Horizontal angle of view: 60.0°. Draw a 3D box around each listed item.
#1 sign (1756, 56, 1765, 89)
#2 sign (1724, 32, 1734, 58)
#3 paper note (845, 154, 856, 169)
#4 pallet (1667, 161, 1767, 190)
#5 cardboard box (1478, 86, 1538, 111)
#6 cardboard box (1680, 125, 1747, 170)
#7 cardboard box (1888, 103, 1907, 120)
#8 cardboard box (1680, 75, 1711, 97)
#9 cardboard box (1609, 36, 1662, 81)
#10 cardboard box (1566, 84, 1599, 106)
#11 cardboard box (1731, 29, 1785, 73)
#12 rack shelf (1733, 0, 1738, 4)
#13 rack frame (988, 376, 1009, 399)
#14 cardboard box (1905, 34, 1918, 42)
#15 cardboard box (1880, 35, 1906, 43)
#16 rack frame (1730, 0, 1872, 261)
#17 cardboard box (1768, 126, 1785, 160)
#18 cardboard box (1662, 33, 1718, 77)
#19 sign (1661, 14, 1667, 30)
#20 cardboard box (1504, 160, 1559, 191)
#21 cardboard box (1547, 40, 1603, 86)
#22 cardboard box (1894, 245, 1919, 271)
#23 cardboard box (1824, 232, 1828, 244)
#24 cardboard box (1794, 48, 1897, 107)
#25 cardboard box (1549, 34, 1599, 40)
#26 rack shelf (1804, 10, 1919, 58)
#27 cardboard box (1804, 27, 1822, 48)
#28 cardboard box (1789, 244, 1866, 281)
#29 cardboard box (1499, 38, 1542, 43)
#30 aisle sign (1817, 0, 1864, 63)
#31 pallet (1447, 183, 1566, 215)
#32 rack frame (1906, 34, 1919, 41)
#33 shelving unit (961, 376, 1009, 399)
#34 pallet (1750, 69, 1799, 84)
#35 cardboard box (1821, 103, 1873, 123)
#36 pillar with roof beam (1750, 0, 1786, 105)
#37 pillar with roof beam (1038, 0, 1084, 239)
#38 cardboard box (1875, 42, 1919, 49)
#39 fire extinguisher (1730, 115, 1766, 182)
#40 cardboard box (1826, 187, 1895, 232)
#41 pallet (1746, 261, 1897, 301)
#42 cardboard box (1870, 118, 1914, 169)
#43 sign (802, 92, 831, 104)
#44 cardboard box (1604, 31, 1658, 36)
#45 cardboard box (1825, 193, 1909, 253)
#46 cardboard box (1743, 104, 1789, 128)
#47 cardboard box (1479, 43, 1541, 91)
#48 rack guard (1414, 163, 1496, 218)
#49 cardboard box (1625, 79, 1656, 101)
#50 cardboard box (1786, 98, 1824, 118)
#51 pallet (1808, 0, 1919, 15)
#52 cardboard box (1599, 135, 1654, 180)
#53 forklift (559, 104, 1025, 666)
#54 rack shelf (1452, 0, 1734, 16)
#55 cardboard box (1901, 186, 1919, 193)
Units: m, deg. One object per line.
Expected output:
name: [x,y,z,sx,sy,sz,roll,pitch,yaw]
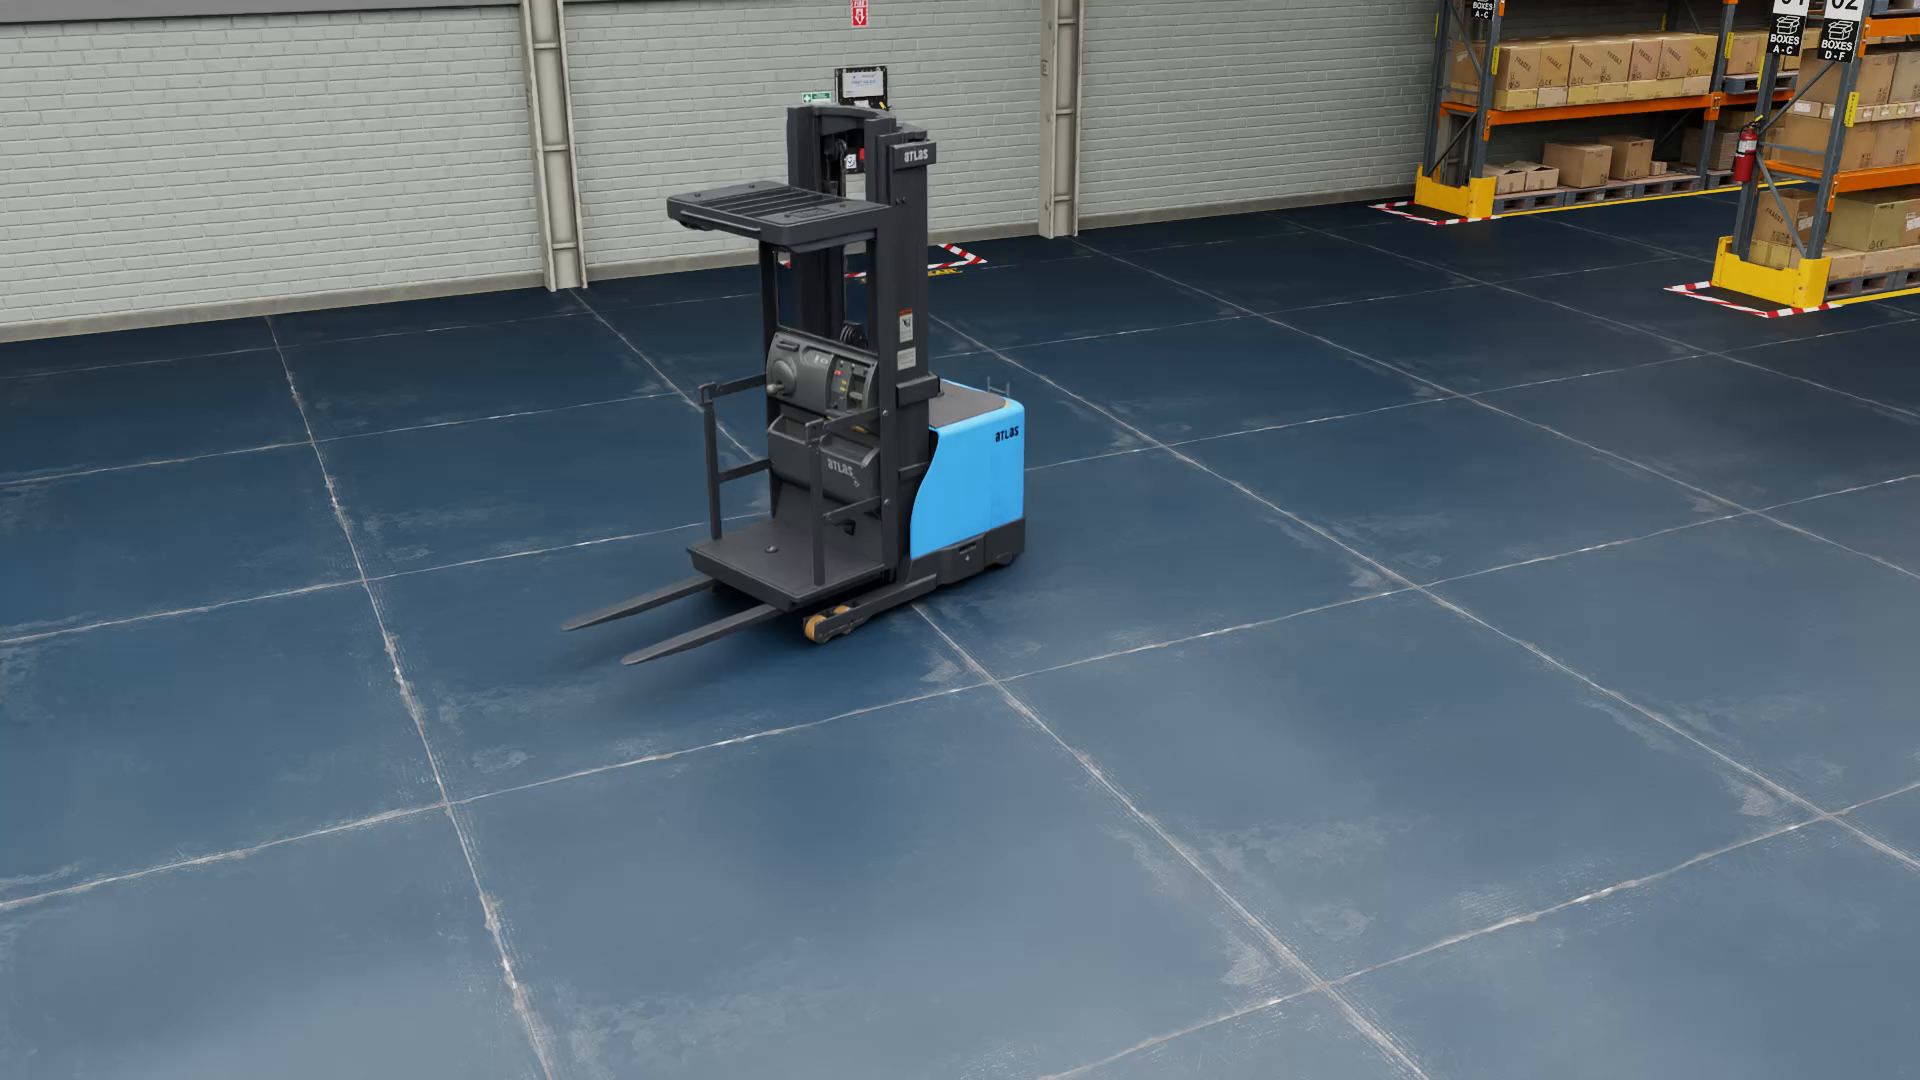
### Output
sign: [8.267,-4.805,17.113,0.005,0.325,0.100,-10,25,-24]
sign: [10.185,-6.556,22.034,0.005,0.325,0.100,-10,25,-24]
paper note: [-1.245,-4.288,18.838,0.142,0.148,0.016,-10,25,-24]
pallet: [10.643,-5.183,23.494,1.213,0.211,1.003,-10,25,-24]
cardboard box: [6.916,-5.589,21.001,0.500,0.250,0.500,-11,25,-25]
cardboard box: [10.599,-5.518,23.351,0.500,0.500,0.700,-10,24,-22]
cardboard box: [9.399,-4.394,16.964,0.250,0.149,0.380,-10,25,-23]
cardboard box: [9.647,-6.098,22.231,0.500,0.250,0.500,-10,25,-23]
cardboard box: [8.745,-6.278,21.685,0.500,0.500,0.500,-11,25,-25]
cardboard box: [7.839,-5.763,21.420,0.500,0.250,0.500,-11,25,-24]
cardboard box: [10.923,-6.754,22.938,0.500,0.500,0.700,-8,24,-18]
rack shelf: [11.745,-7.727,23.013,4.000,0.370,1.077,-10,25,-24]
rack frame: [0.256,-0.585,11.290,0.008,1.050,0.200,-19,29,-39]
cardboard box: [14.095,-7.190,24.153,0.500,0.500,0.500,-10,24,-22]
cardboard box: [13.128,-7.173,23.951,0.500,0.500,0.700,-14,26,-30]
rack frame: [8.490,-3.971,16.922,0.127,3.000,1.000,-10,25,-24]
cardboard box: [11.520,-5.691,23.770,0.500,0.500,0.700,-10,25,-23]
cardboard box: [9.651,-6.443,22.082,0.500,0.500,0.500,-10,25,-24]
sign: [9.699,-7.067,22.887,0.005,0.325,0.100,-10,25,-24]
cardboard box: [7.514,-4.817,21.906,0.500,0.311,0.500,-8,24,-19]
cardboard box: [7.817,-6.102,21.259,0.500,0.500,0.500,-11,25,-25]
cardboard box: [9.969,-3.074,17.801,0.500,0.250,0.500,-10,25,-24]
cardboard box: [9.291,-3.173,18.039,0.500,0.250,0.500,-10,25,-24]
cardboard box: [8.964,-4.699,16.853,0.500,0.500,0.700,-10,25,-23]
cardboard box: [8.046,-6.367,21.898,0.500,0.500,0.500,-10,25,-23]
rack shelf: [10.292,-5.357,17.288,4.000,0.370,1.077,-10,25,-24]
cardboard box: [12.015,-6.959,23.433,0.500,0.500,0.700,-10,25,-24]
cardboard box: [9.070,-2.907,17.398,0.500,0.250,0.500,-10,25,-24]
cardboard box: [7.129,-6.196,21.486,0.500,0.500,0.500,-10,25,-23]
aisle sign: [8.564,-5.056,16.144,0.004,0.787,0.394,-10,25,-24]
pallet: [7.154,-4.525,21.905,1.213,0.211,1.003,-10,25,-24]
rack frame: [13.547,-7.005,24.251,0.127,3.000,1.000,-10,25,-24]
shelving unit: [0.166,-0.553,11.213,0.252,1.050,0.215,-19,29,-39]
pallet: [11.781,-6.574,23.460,1.213,0.211,1.003,-10,25,-24]
cardboard box: [8.937,-4.308,16.757,0.250,0.149,0.380,-11,25,-24]
pillar with roof beam: [13.867,-8.376,19.719,0.400,9.000,9.100,-10,25,-24]
pillar with roof beam: [3.055,-6.385,14.910,0.400,9.000,9.100,-10,25,-24]
cardboard box: [9.889,-4.872,17.271,0.500,0.500,0.700,-10,25,-23]
fire extinguisher: [8.182,-4.076,17.276,0.183,0.674,0.296,-10,25,-24]
cardboard box: [9.739,-3.604,18.100,0.500,0.500,0.500,-10,25,-24]
pallet: [9.161,-2.824,17.797,1.213,0.211,1.003,-10,25,-24]
cardboard box: [9.387,-4.179,17.294,0.500,0.500,0.700,-10,24,-22]
sign: [-1.591,-4.903,18.433,0.331,0.109,0.001,-10,25,-24]
cardboard box: [8.961,-6.537,22.311,0.500,0.500,0.500,-11,25,-24]
cardboard box: [9.520,-3.337,17.456,0.500,0.500,0.500,-10,25,-24]
cardboard box: [11.461,-6.026,23.598,0.500,0.250,0.500,-11,25,-25]
cardboard box: [6.899,-5.940,20.868,0.500,0.500,0.500,-10,25,-24]
rack guard: [6.407,-4.536,21.554,0.348,0.500,1.175,-10,25,-24]
cardboard box: [8.748,-5.930,21.823,0.500,0.250,0.500,-11,25,-24]
cardboard box: [8.752,-4.446,17.091,0.250,0.149,0.380,-11,25,-25]
pallet: [9.138,-5.425,16.627,1.213,0.211,1.003,-10,25,-24]
cardboard box: [9.025,-5.204,22.593,0.500,0.500,0.500,-12,26,-28]
forklift: [-0.976,-0.967,9.755,3.031,2.935,1.130,-21,30,-41]
rack shelf: [8.140,-7.063,21.410,4.000,0.370,1.077,-10,25,-24]
cardboard box: [10.423,-3.502,17.853,0.500,0.500,0.500,-10,25,-24]
